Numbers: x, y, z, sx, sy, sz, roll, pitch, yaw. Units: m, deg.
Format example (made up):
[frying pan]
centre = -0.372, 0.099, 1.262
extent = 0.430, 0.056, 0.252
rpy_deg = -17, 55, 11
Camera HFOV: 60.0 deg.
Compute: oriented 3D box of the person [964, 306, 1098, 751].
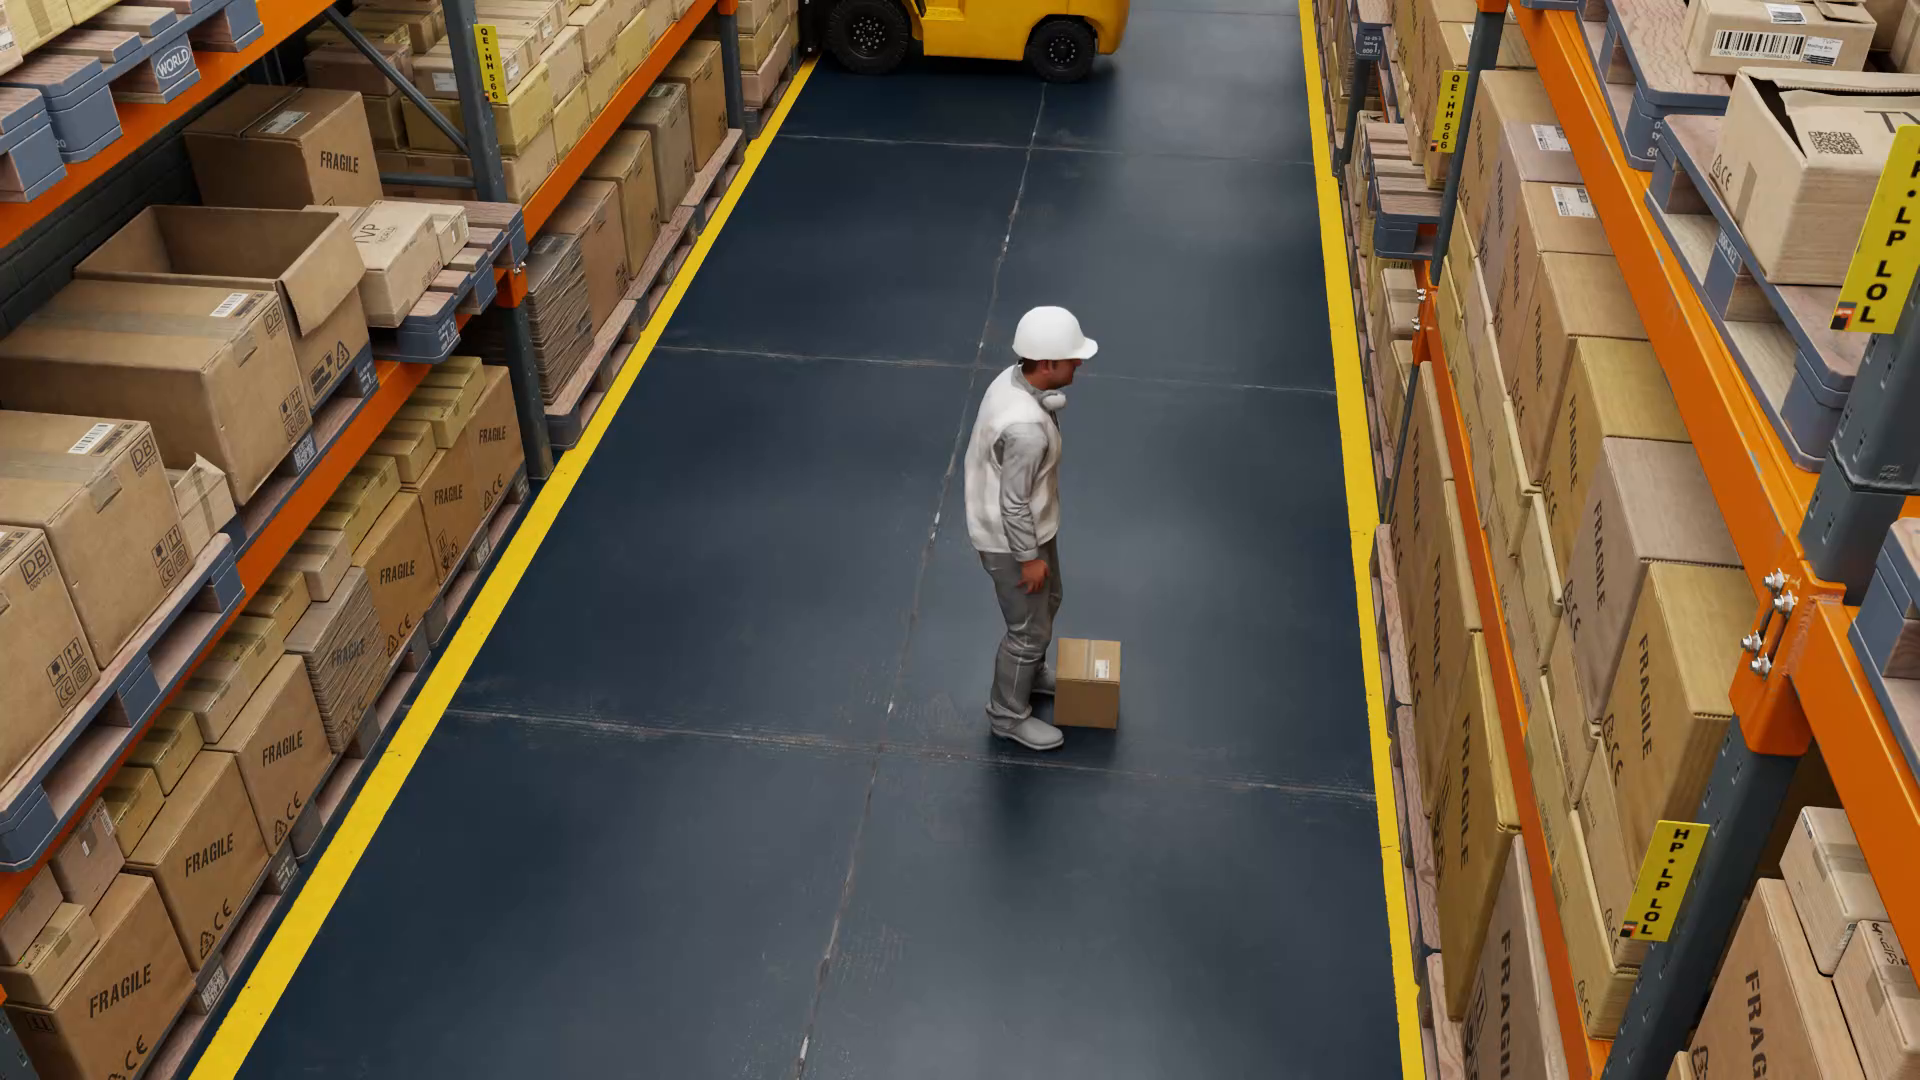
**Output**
[person]
centre = 0.253, -0.062, 6.211
extent = 0.475, 1.770, 0.587
rpy_deg = 2, 36, 3
